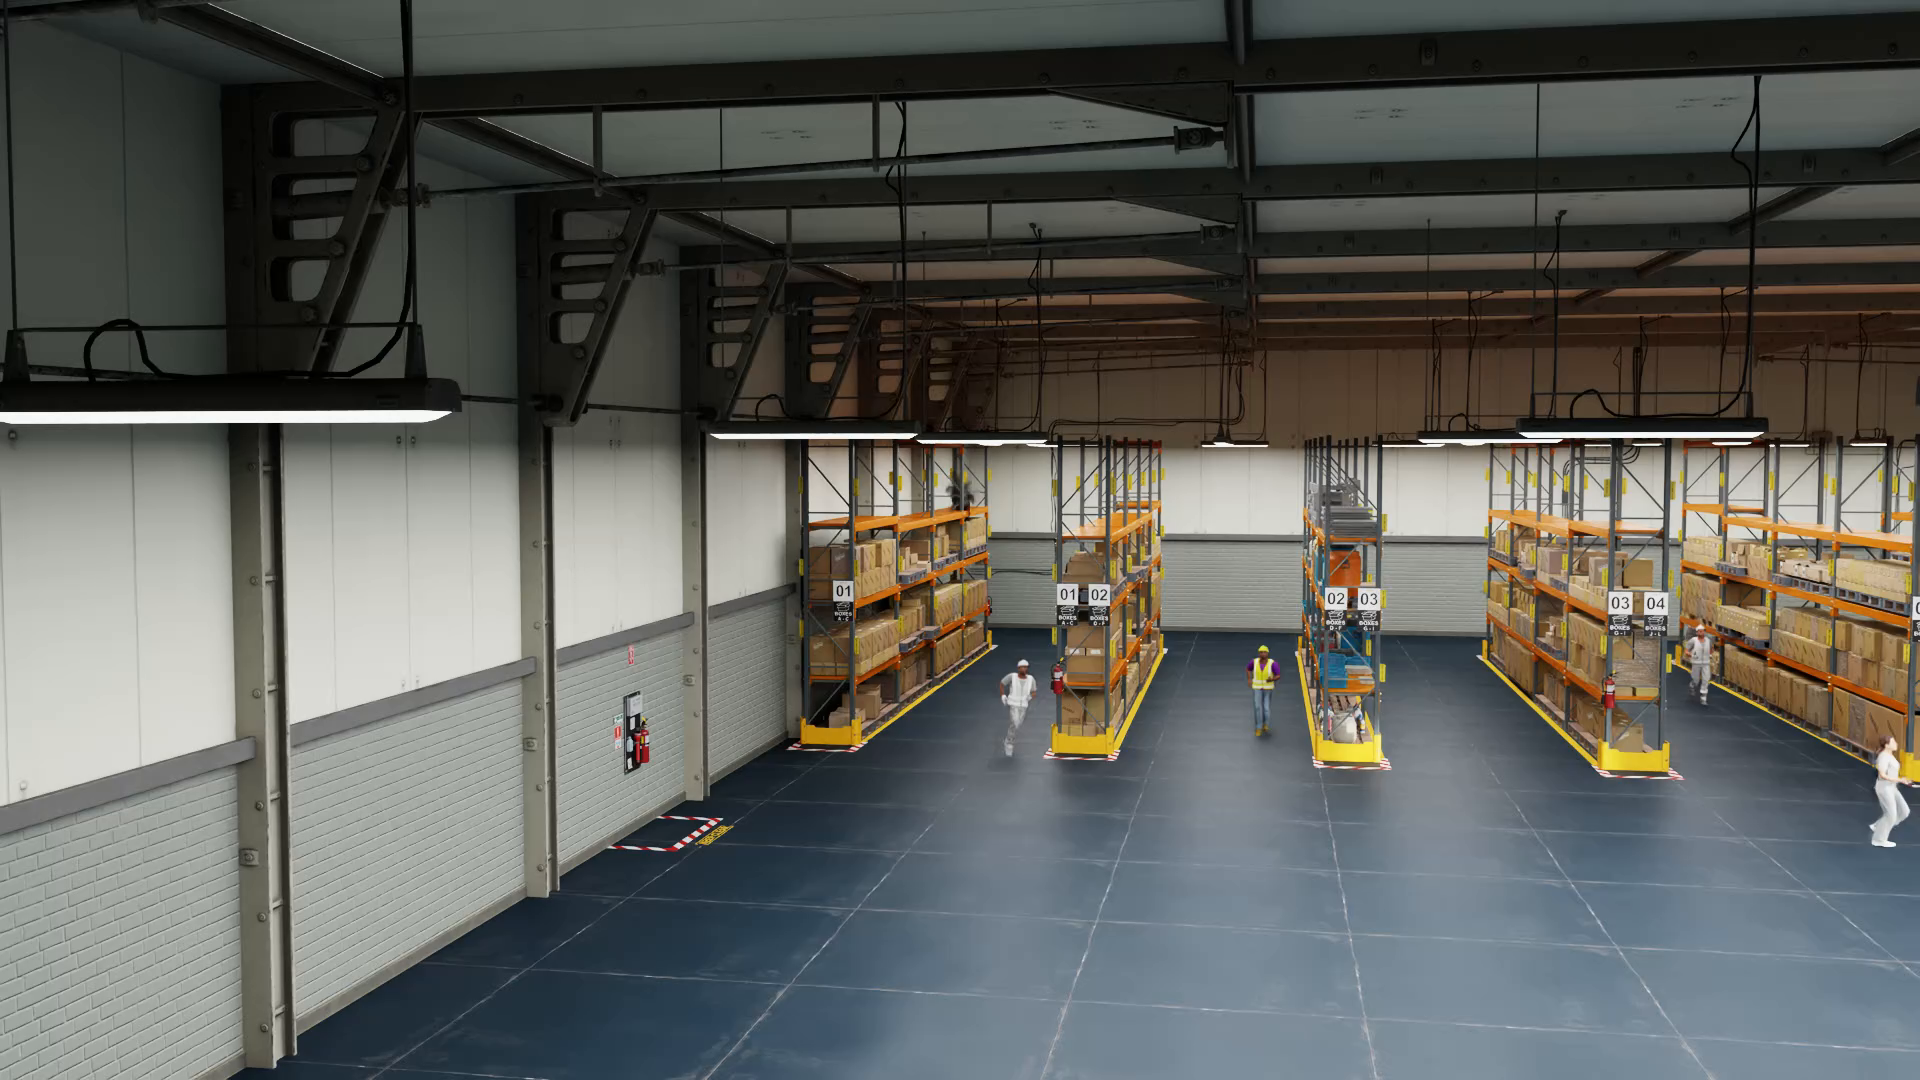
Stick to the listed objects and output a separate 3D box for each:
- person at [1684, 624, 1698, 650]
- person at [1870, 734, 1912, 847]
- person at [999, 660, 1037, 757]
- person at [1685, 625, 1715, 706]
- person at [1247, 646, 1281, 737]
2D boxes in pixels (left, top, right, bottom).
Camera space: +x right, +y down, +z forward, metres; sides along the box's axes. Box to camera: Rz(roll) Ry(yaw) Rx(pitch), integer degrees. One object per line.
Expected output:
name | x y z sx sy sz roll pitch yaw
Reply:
person | 20.163 2.388 45.784 0.713 1.712 0.863 -3 4 -43
person | 13.406 3.608 23.930 0.540 1.630 0.575 2 4 38
person | 1.112 3.160 31.336 0.695 1.804 0.684 -1 3 -24
person | 16.654 2.804 37.414 0.656 1.778 0.940 0 3 7
person | 6.106 3.030 33.482 0.698 1.818 0.740 1 3 13
